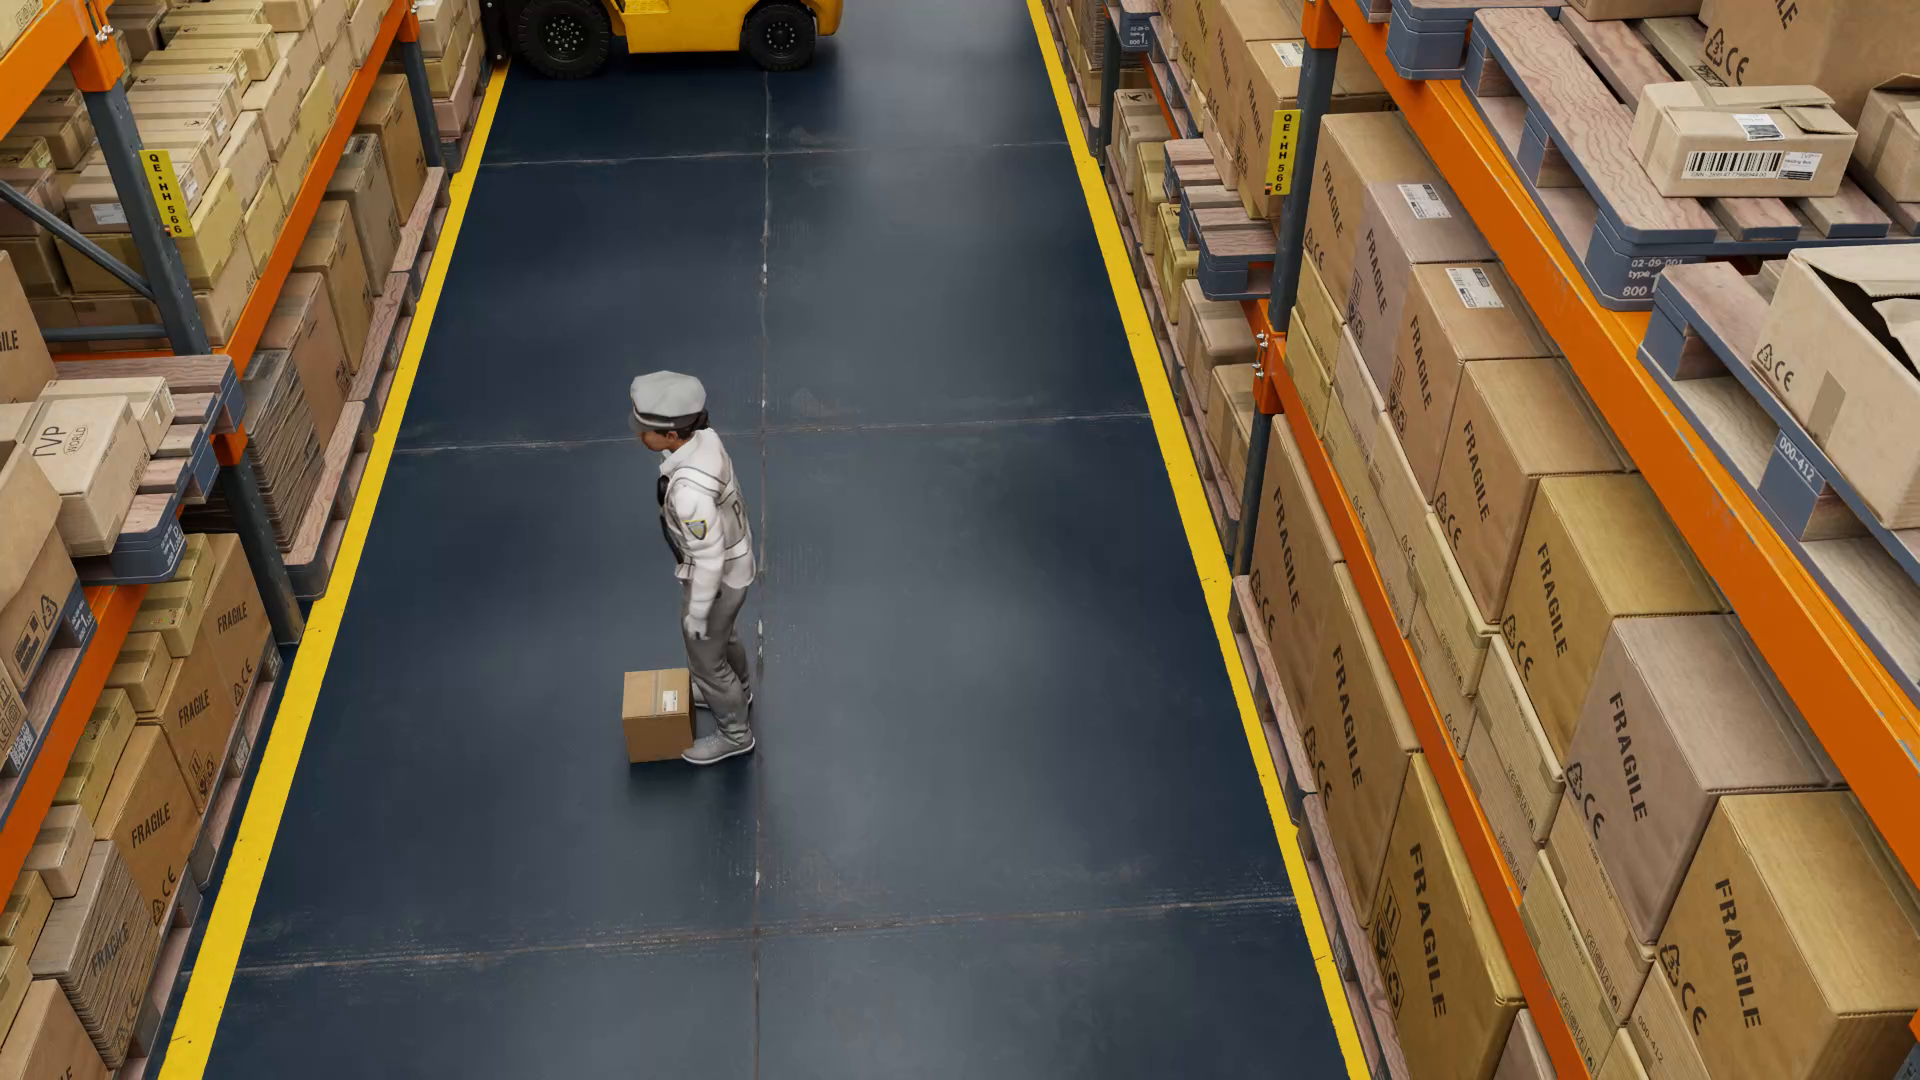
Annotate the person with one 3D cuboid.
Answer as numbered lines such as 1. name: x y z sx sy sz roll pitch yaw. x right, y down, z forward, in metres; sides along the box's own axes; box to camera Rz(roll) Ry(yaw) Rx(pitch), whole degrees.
1. person: -0.923 0.118 6.005 0.369 1.667 0.547 -5 40 -6
